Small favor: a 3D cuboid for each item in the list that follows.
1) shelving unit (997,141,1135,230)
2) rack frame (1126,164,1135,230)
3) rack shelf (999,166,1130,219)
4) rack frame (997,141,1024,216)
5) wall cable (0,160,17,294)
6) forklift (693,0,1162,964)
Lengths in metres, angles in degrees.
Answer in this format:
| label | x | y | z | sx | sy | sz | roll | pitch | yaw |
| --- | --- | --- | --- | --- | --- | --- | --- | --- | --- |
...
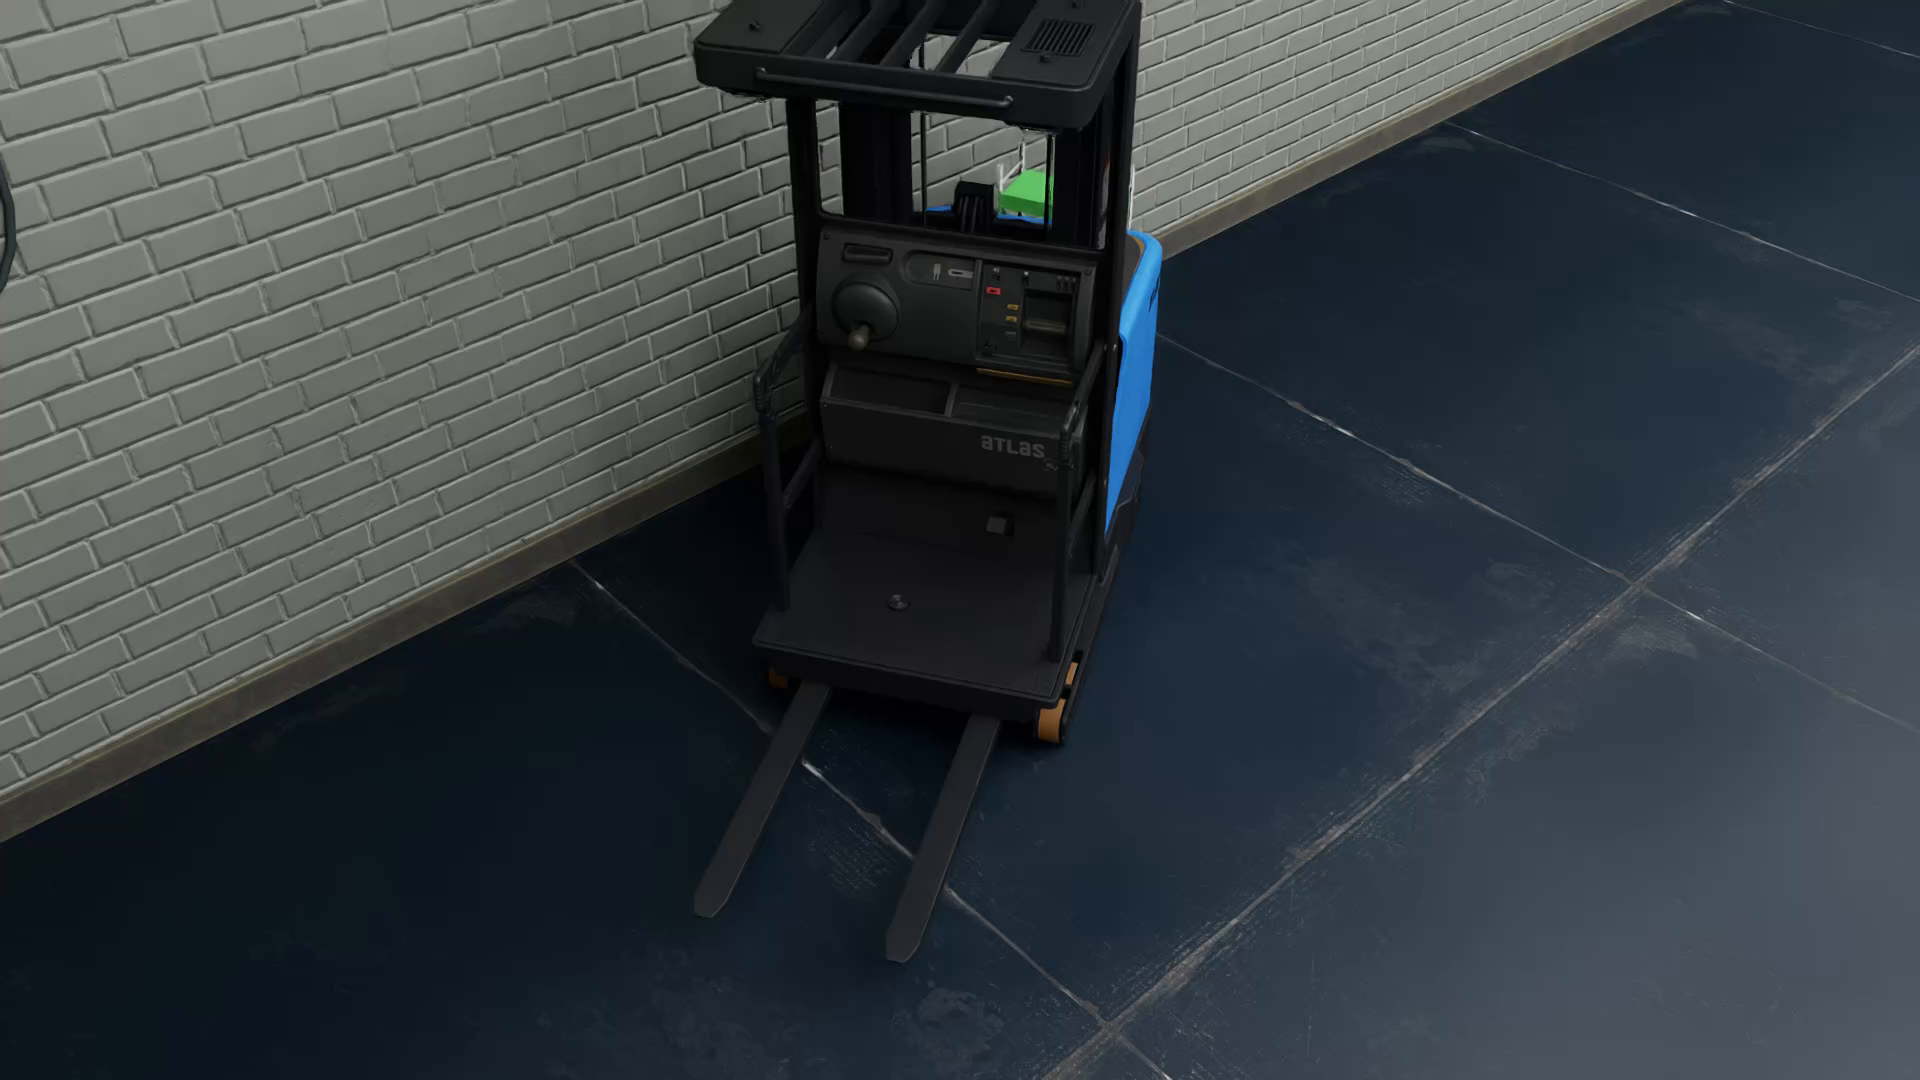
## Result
| label | x | y | z | sx | sy | sz | roll | pitch | yaw |
| --- | --- | --- | --- | --- | --- | --- | --- | --- | --- |
| shelving unit | 0.431 | -1.049 | 7.092 | 0.503 | 1.200 | 0.258 | 17 | 42 | 20 |
| rack frame | 0.651 | -0.983 | 7.011 | 0.015 | 1.200 | 0.240 | 17 | 42 | 20 |
| rack shelf | 0.429 | -1.371 | 6.829 | 0.480 | 0.148 | 0.258 | 17 | 42 | 20 |
| rack frame | 0.210 | -1.115 | 7.174 | 0.015 | 1.200 | 0.240 | 17 | 42 | 20 |
| wall cable | -3.739 | -0.951 | 3.237 | 3.097 | 2.526 | 0.112 | -30 | 48 | -32 |
| forklift | -0.078 | -0.701 | 5.286 | 1.130 | 2.935 | 3.031 | 10 | 40 | 12 |
